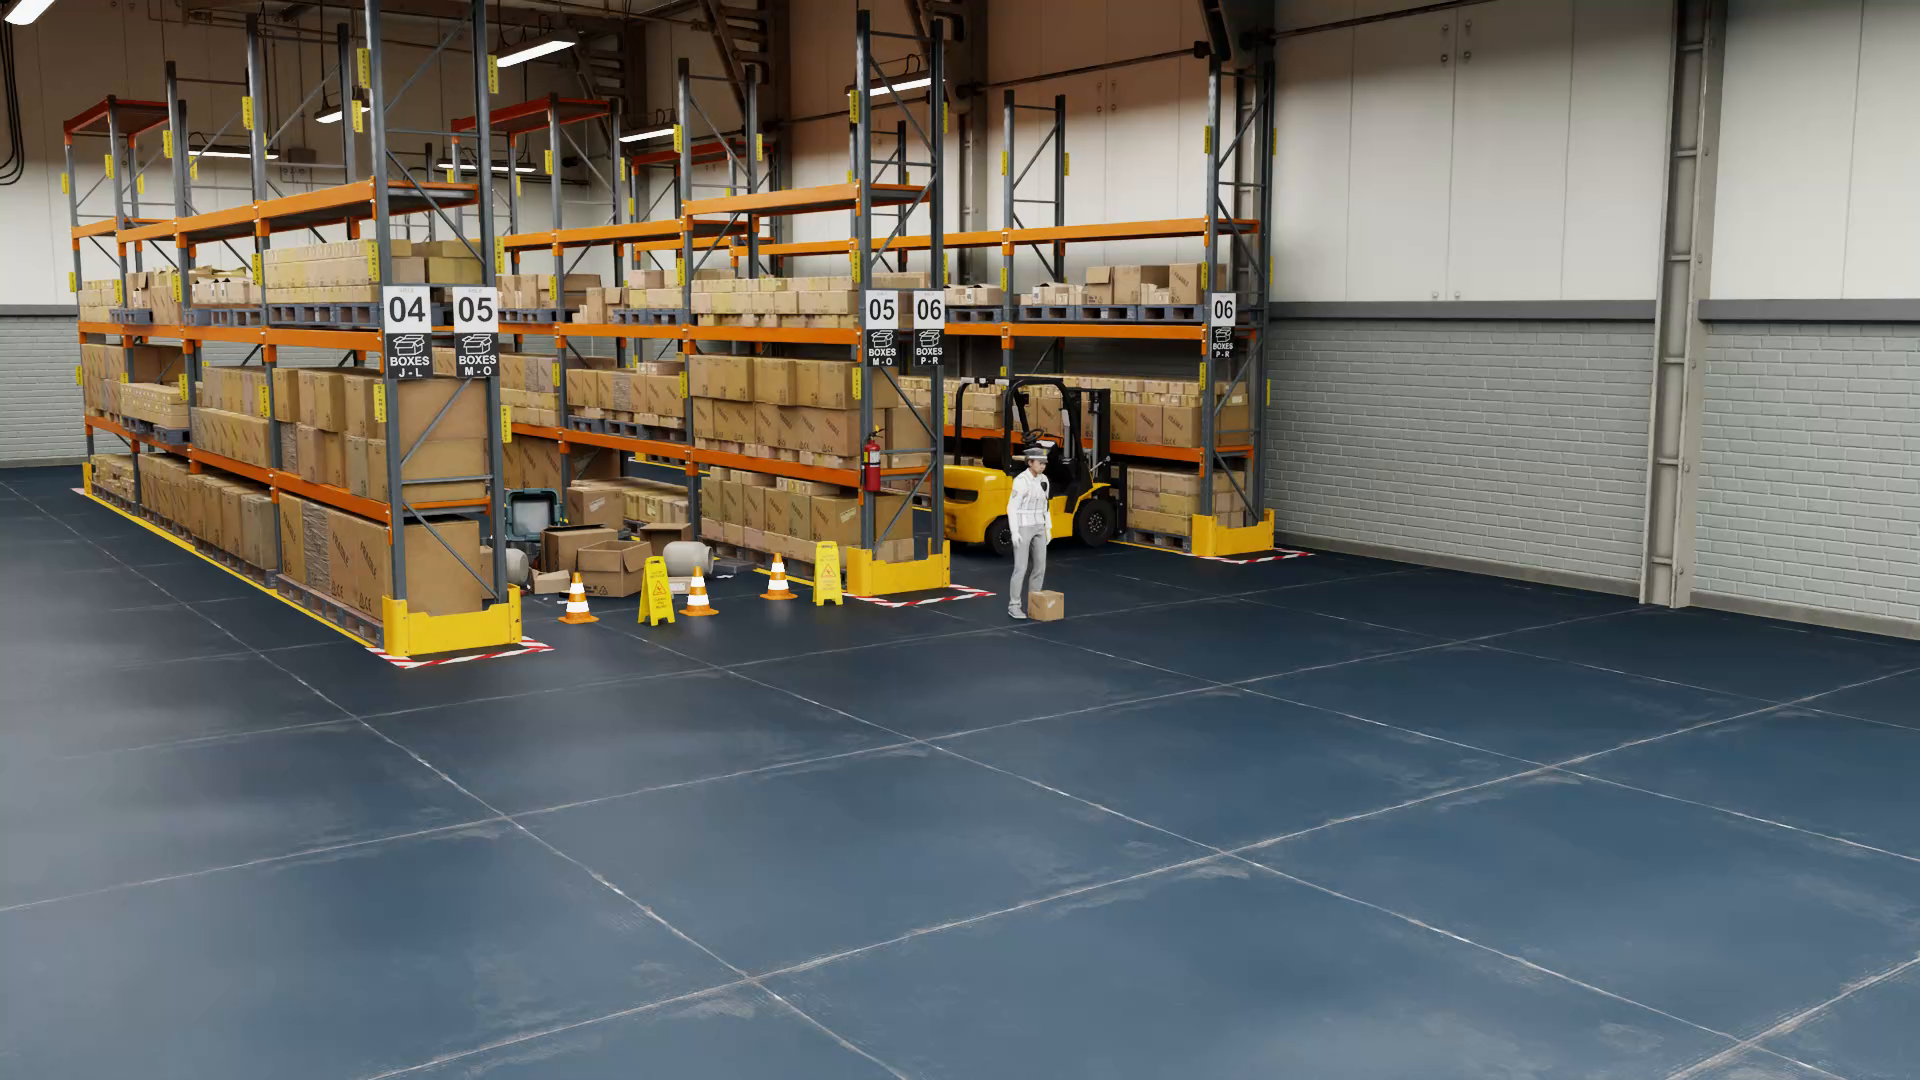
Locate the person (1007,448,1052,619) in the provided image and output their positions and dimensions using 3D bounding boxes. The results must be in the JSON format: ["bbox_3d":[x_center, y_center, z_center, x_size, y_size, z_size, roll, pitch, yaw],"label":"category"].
[{"bbox_3d":[0.695,-0.082,16.389,0.538,1.662,0.374,-6,10,-39],"label":"person"}]
